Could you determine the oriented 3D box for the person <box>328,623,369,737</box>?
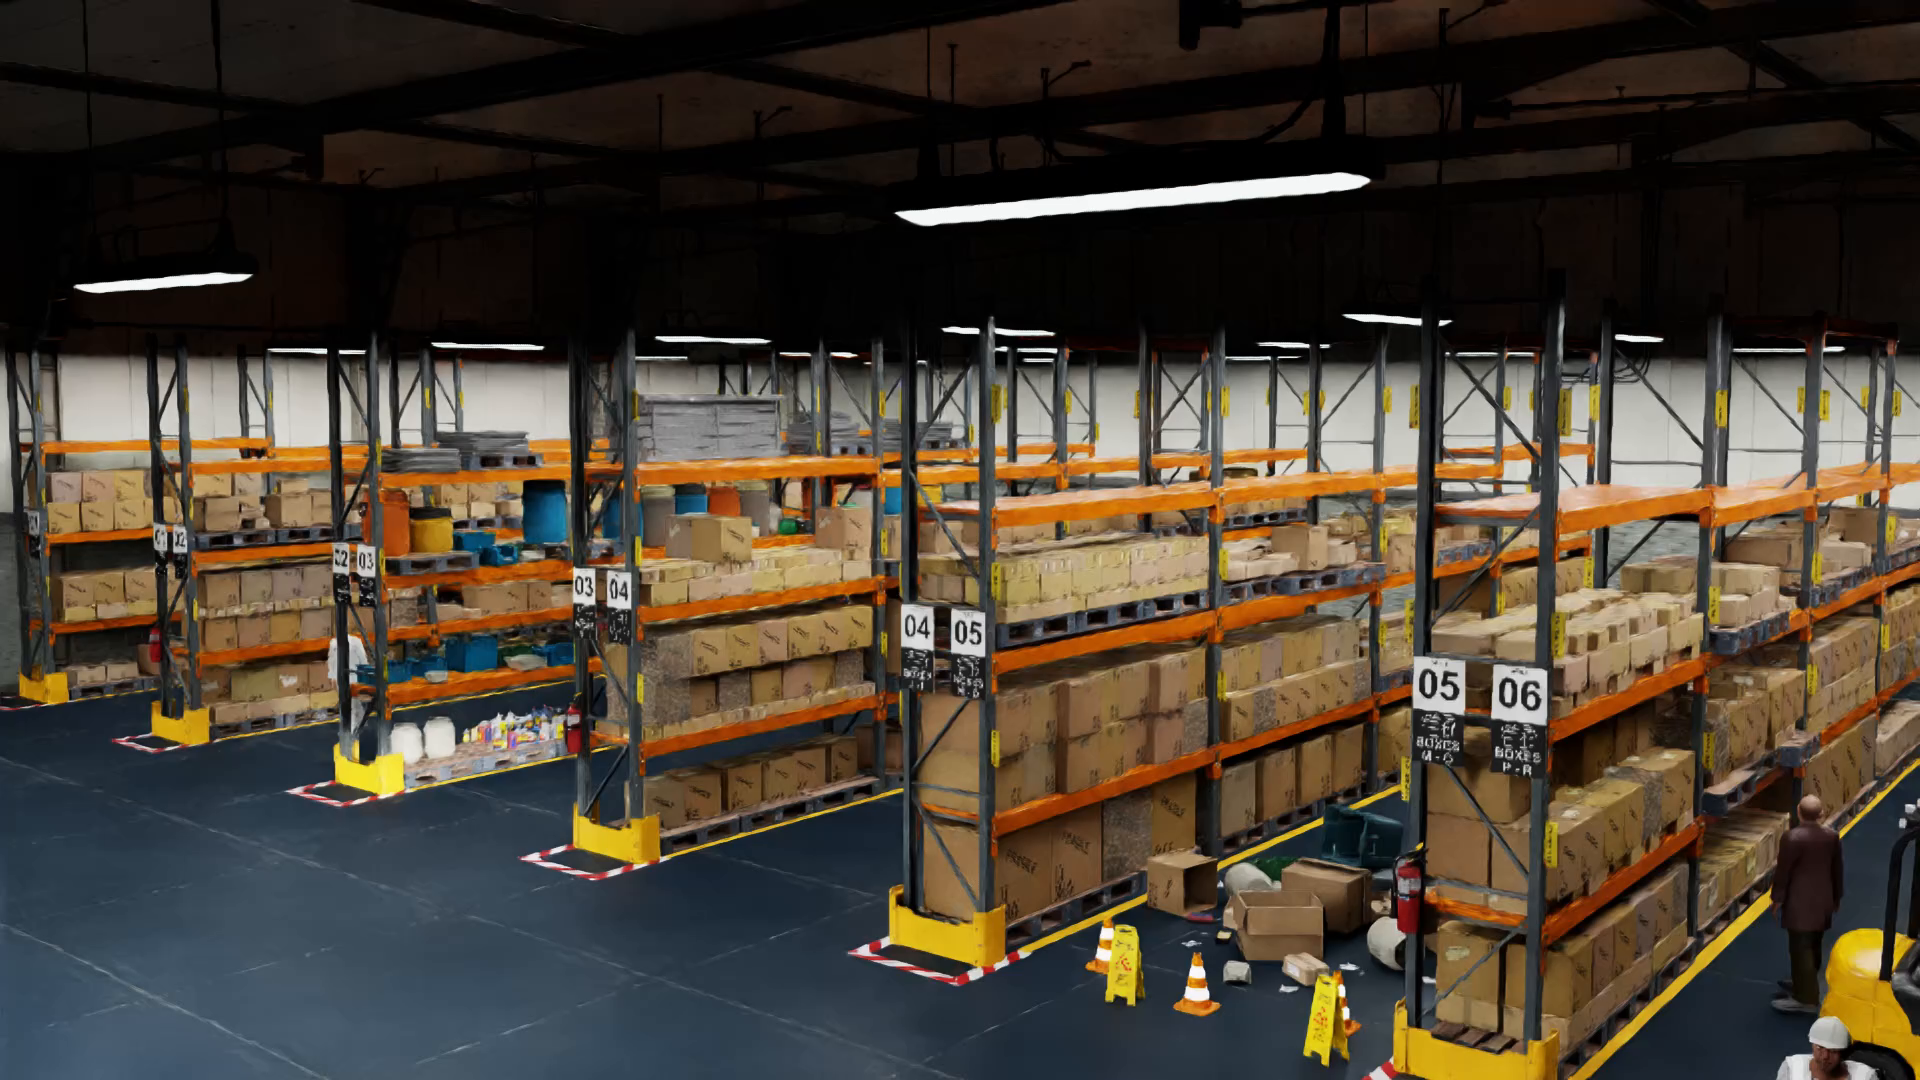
[{"bbox_3d":[-9.189,2.064,24.937,0.634,1.735,1.033,2,5,16],"label":"person"}]

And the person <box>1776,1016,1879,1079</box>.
[{"bbox_3d":[4.802,3.467,9.242,0.569,1.701,1.114,4,6,36],"label":"person"}]

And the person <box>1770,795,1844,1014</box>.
[{"bbox_3d":[7.073,3.007,13.951,0.677,1.775,0.636,-2,5,-19],"label":"person"}]
